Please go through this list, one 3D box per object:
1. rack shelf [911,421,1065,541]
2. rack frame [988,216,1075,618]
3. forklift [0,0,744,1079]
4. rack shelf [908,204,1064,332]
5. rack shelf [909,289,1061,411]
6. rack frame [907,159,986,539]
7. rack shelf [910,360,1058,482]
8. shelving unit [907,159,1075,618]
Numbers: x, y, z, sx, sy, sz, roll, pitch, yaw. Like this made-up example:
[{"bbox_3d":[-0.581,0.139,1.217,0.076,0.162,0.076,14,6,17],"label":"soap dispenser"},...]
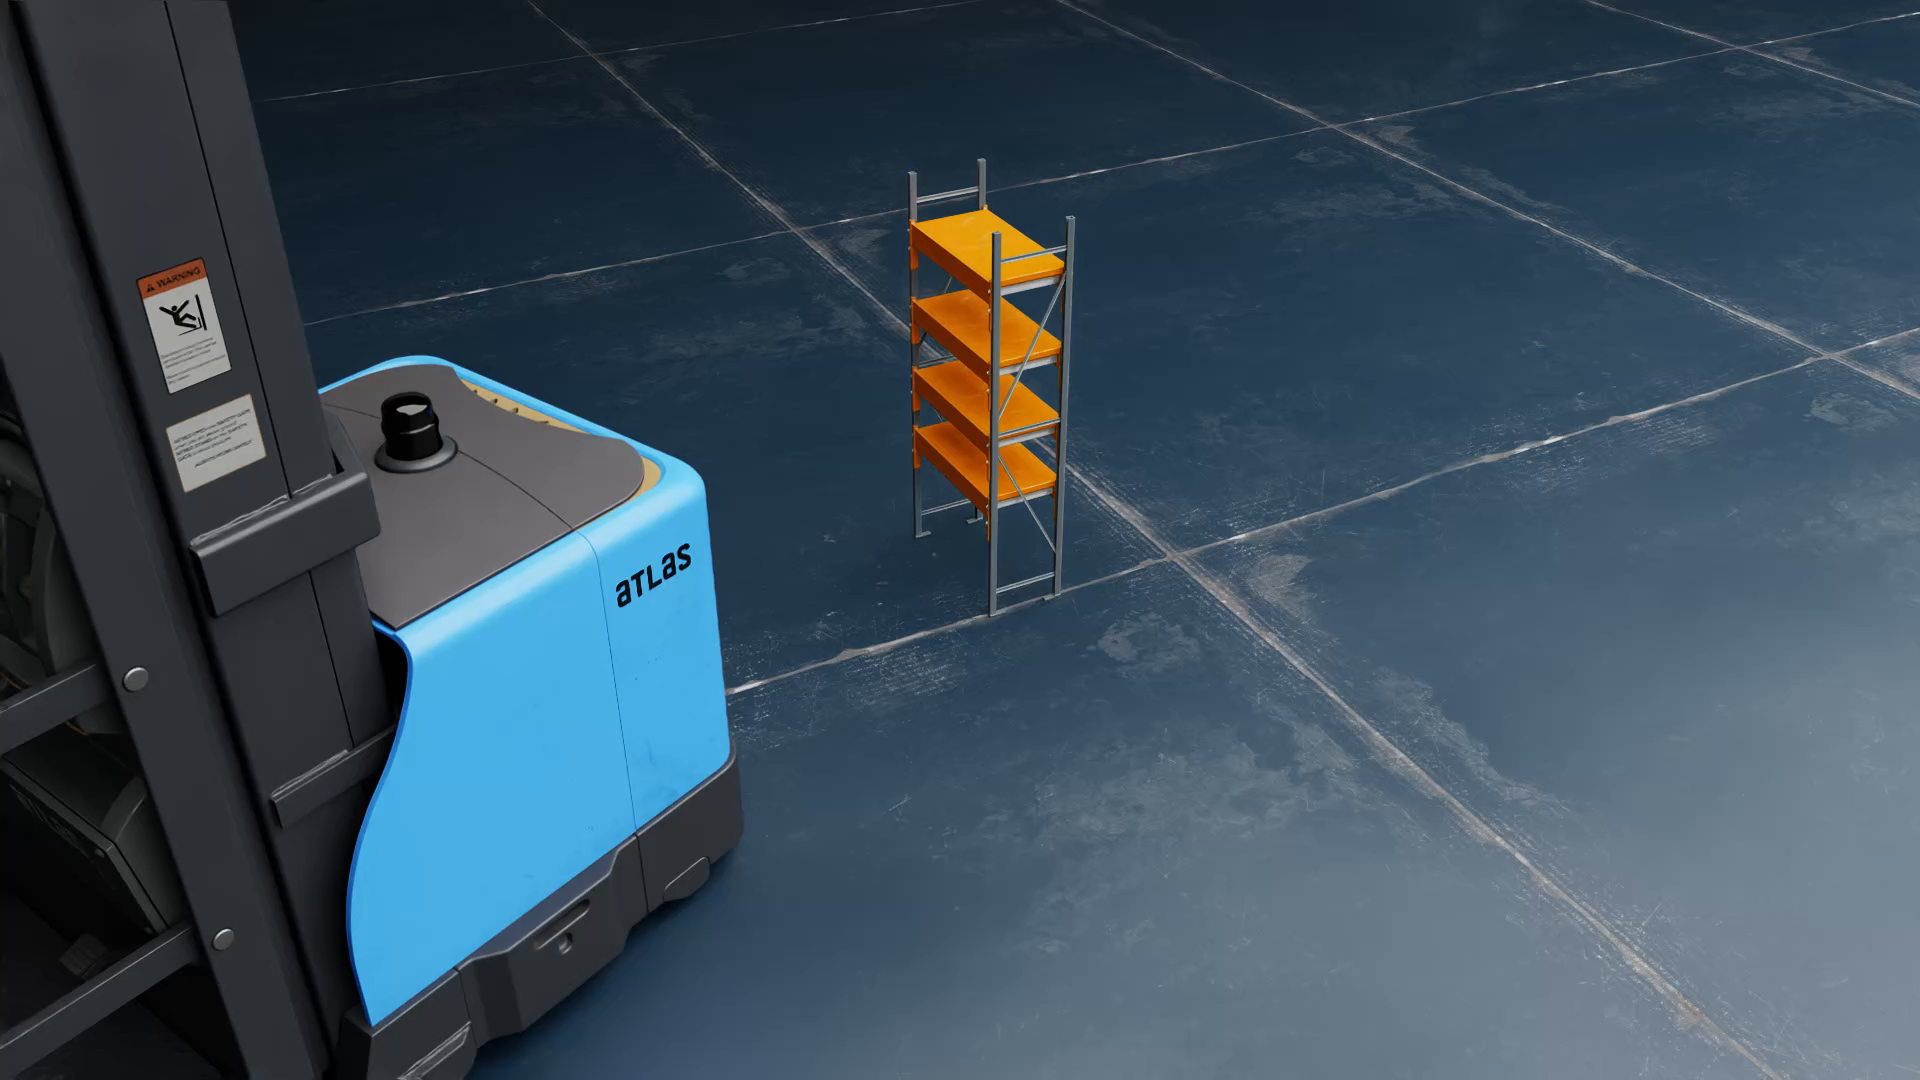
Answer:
[{"bbox_3d":[0.077,-0.202,4.946,0.258,0.148,0.480,-16,36,-23],"label":"rack shelf"},{"bbox_3d":[0.191,-0.310,4.621,0.240,1.200,0.015,-16,36,-23],"label":"rack frame"},{"bbox_3d":[-1.815,-0.004,2.540,1.130,2.935,3.031,22,39,31],"label":"forklift"},{"bbox_3d":[0.077,-0.757,4.591,0.258,0.148,0.480,-16,36,-23],"label":"rack shelf"},{"bbox_3d":[0.077,-0.558,4.719,0.258,0.148,0.480,-16,36,-23],"label":"rack shelf"},{"bbox_3d":[-0.037,-0.543,4.985,0.240,1.200,0.015,-16,36,-23],"label":"rack frame"},{"bbox_3d":[0.077,-0.370,4.839,0.258,0.148,0.480,-16,36,-23],"label":"rack shelf"},{"bbox_3d":[0.077,-0.426,4.803,0.258,1.200,0.503,-16,36,-23],"label":"shelving unit"}]
